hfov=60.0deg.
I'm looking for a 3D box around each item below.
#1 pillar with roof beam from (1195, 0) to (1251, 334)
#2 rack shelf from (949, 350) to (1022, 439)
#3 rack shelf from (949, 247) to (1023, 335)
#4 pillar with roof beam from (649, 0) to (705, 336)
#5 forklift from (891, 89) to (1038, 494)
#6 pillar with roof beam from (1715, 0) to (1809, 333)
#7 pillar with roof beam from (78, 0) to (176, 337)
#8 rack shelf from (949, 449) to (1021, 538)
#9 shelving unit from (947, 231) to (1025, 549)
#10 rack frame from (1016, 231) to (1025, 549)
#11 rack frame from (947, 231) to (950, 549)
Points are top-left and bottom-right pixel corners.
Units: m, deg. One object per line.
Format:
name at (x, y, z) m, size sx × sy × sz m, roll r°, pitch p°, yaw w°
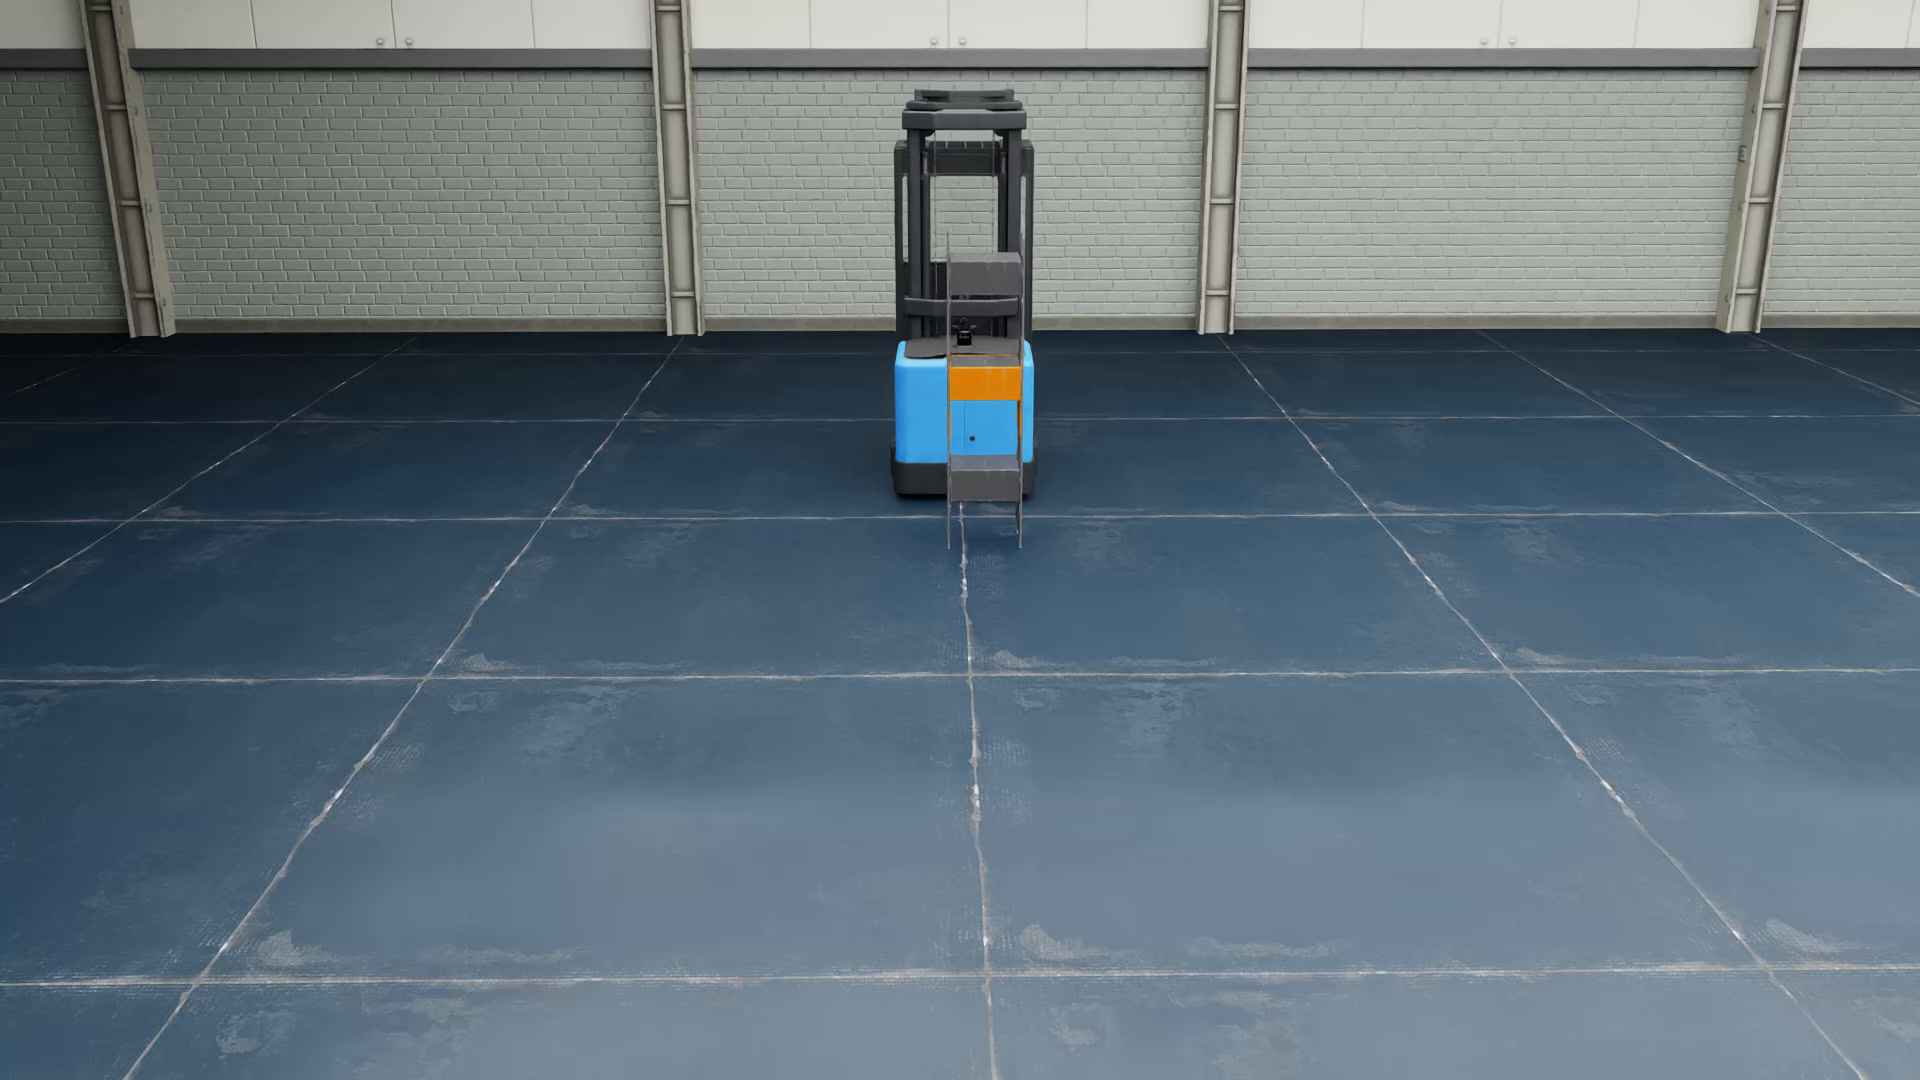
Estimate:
pillar with roof beam at (2.964, -5.345, 13.479) m, size 0.400 × 9.000 × 9.100 m, roll 0°, pitch 18°, yaw -1°
rack shelf at (0.166, -0.988, 11.233) m, size 0.480 × 0.518 × 0.431 m, roll 0°, pitch 18°, yaw -1°
rack shelf at (0.166, -1.654, 11.020) m, size 0.480 × 0.518 × 0.431 m, roll 0°, pitch 18°, yaw -1°
pillar with roof beam at (-3.035, -5.317, 13.389) m, size 0.400 × 9.000 × 9.100 m, roll 0°, pitch 18°, yaw -1°
forklift at (0.031, -2.130, 13.390) m, size 1.130 × 2.935 × 3.031 m, roll 0°, pitch 18°, yaw 0°
pillar with roof beam at (8.963, -5.374, 13.569) m, size 0.400 × 9.000 × 9.100 m, roll 0°, pitch 18°, yaw -1°
pillar with roof beam at (-9.034, -5.288, 13.299) m, size 0.400 × 9.000 × 9.100 m, roll 0°, pitch 18°, yaw -1°
rack shelf at (0.166, -0.321, 11.447) m, size 0.480 × 0.518 × 0.431 m, roll 0°, pitch 18°, yaw -1°
shelving unit at (0.166, -1.001, 11.229) m, size 0.503 × 2.100 × 0.431 m, roll 0°, pitch 18°, yaw -1°
rack frame at (0.409, -1.002, 11.233) m, size 0.015 × 2.100 × 0.400 m, roll 0°, pitch 18°, yaw -1°
rack frame at (-0.078, -0.999, 11.226) m, size 0.015 × 2.100 × 0.400 m, roll 0°, pitch 18°, yaw -1°
